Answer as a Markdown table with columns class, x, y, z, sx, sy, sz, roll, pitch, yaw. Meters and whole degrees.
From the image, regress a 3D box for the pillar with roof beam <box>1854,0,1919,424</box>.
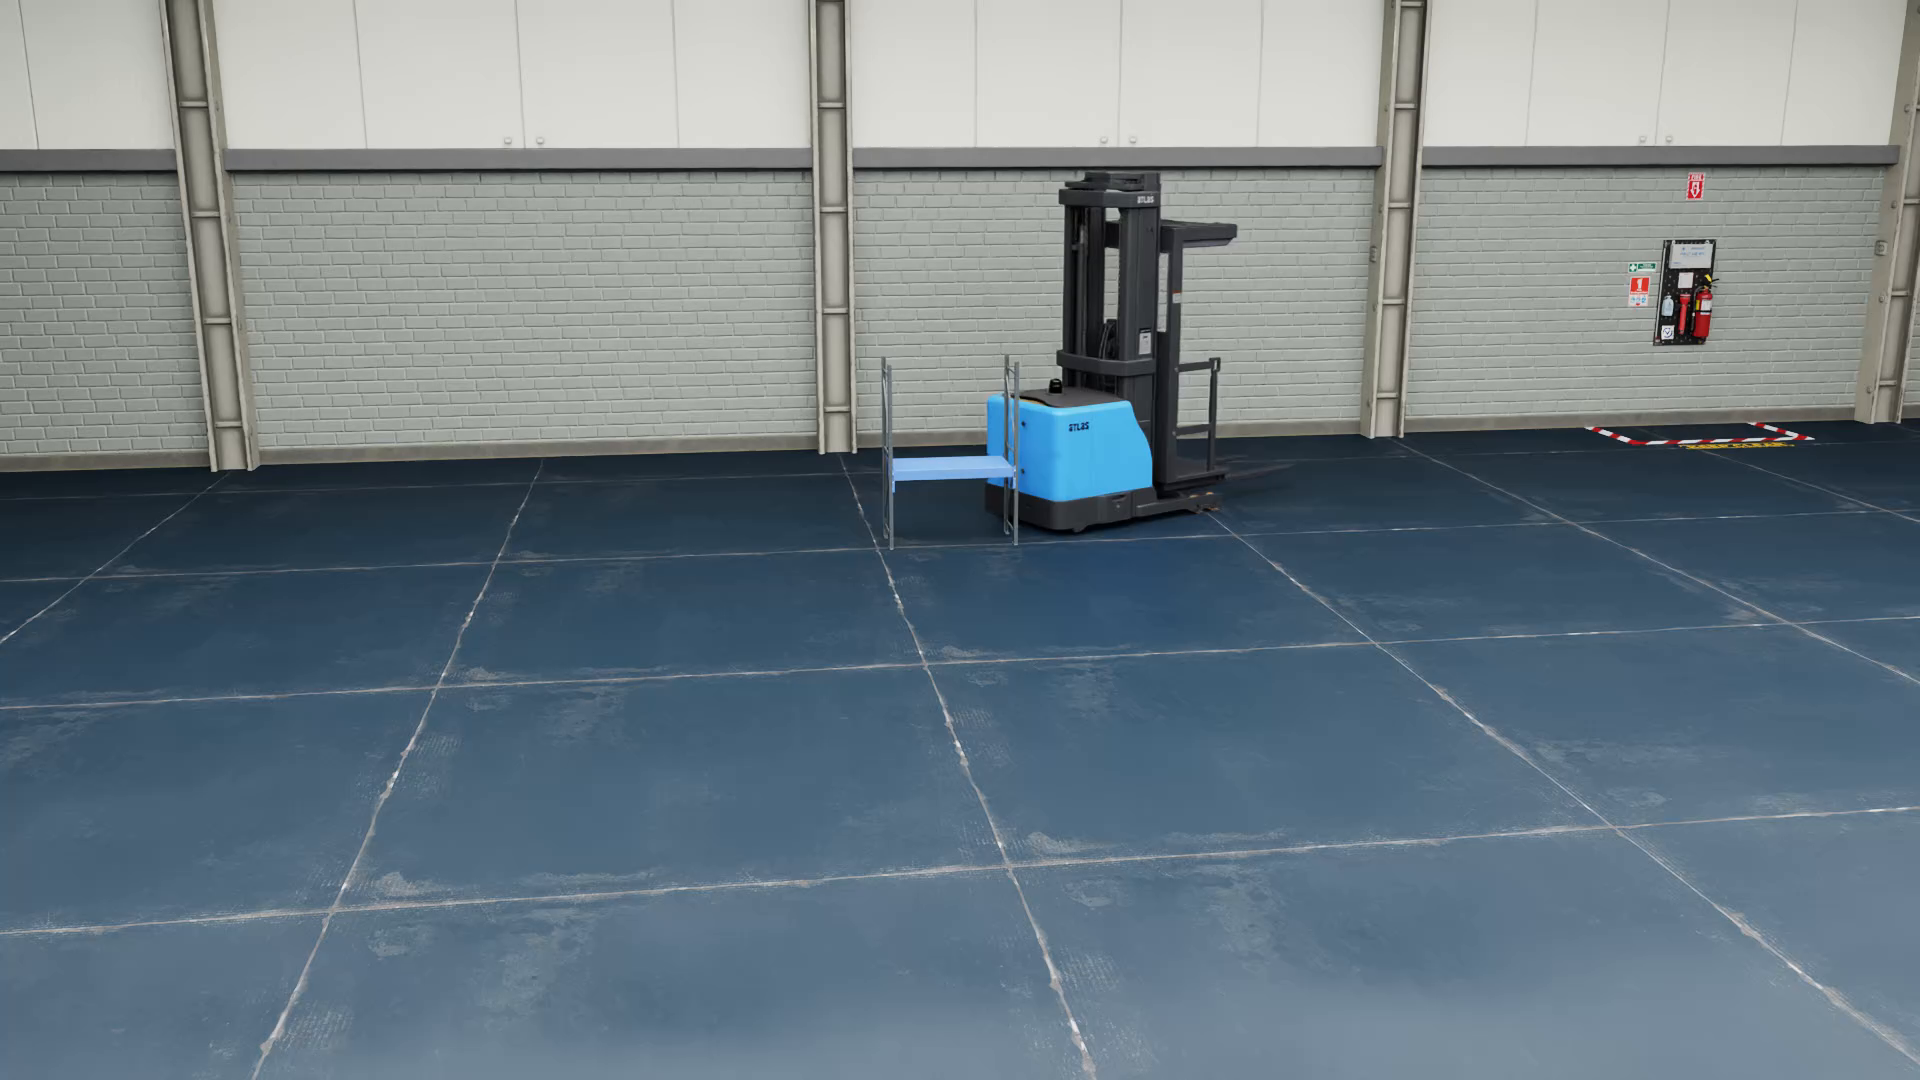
| class | x | y | z | sx | sy | sz | roll | pitch | yaw |
| --- | --- | --- | --- | --- | --- | --- | --- | --- | --- |
| pillar with roof beam | 11.218 | -4.701 | 13.969 | 0.400 | 9.000 | 9.100 | -2 | 14 | -8 |

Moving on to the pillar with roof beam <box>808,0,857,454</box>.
| class | x | y | z | sx | sy | sz | roll | pitch | yaw |
| --- | --- | --- | --- | --- | --- | --- | --- | --- | --- |
| pillar with roof beam | -0.649 | -4.266 | 12.235 | 0.400 | 9.000 | 9.100 | -2 | 14 | -8 |

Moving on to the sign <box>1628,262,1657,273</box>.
| class | x | y | z | sx | sy | sz | roll | pitch | yaw |
| --- | --- | --- | --- | --- | --- | --- | --- | --- | --- |
| sign | 7.571 | -3.024 | 18.449 | 0.331 | 0.109 | 0.001 | -2 | 14 | -8 |

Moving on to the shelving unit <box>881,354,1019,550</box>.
| class | x | y | z | sx | sy | sz | roll | pitch | yaw |
| --- | --- | --- | --- | --- | --- | --- | --- | --- | --- |
| shelving unit | -0.084 | -0.724 | 13.527 | 1.048 | 1.500 | 0.538 | -2 | 14 | -8 |

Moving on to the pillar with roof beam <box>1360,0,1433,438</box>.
| class | x | y | z | sx | sy | sz | roll | pitch | yaw |
| --- | --- | --- | --- | --- | --- | --- | --- | --- | --- |
| pillar with roof beam | 5.284 | -4.484 | 13.102 | 0.400 | 9.000 | 9.100 | -2 | 14 | -8 |

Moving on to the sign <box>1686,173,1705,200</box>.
| class | x | y | z | sx | sy | sz | roll | pitch | yaw |
| --- | --- | --- | --- | --- | --- | --- | --- | --- | --- |
| sign | 8.104 | -3.895 | 18.319 | 0.199 | 0.298 | 0.001 | -2 | 14 | -8 |

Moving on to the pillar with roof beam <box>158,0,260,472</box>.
| class | x | y | z | sx | sy | sz | roll | pitch | yaw |
| --- | --- | --- | --- | --- | --- | --- | --- | --- | --- |
| pillar with roof beam | -6.582 | -4.049 | 11.368 | 0.400 | 9.000 | 9.100 | -2 | 14 | -8 |

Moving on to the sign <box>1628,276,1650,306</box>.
| class | x | y | z | sx | sy | sz | roll | pitch | yaw |
| --- | --- | --- | --- | --- | --- | --- | --- | --- | --- |
| sign | 7.565 | -2.769 | 18.522 | 0.234 | 0.329 | 0.001 | -2 | 14 | -8 |

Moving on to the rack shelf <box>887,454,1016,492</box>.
| class | x | y | z | sx | sy | sz | roll | pitch | yaw |
| --- | --- | --- | --- | --- | --- | --- | --- | --- | --- |
| rack shelf | -0.084 | -0.550 | 13.571 | 1.000 | 0.185 | 0.538 | -2 | 14 | -8 |

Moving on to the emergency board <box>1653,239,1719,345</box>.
| class | x | y | z | sx | sy | sz | roll | pitch | yaw |
| --- | --- | --- | --- | --- | --- | --- | --- | --- | --- |
| emergency board | 8.127 | -2.747 | 18.507 | 0.643 | 1.169 | 0.194 | -2 | 14 | -8 |

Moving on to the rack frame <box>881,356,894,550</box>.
| class | x | y | z | sx | sy | sz | roll | pitch | yaw |
| --- | --- | --- | --- | --- | --- | --- | --- | --- | --- |
| rack frame | -0.587 | -0.706 | 13.454 | 0.032 | 1.500 | 0.500 | -2 | 14 | -8 |

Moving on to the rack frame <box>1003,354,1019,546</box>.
| class | x | y | z | sx | sy | sz | roll | pitch | yaw |
| --- | --- | --- | --- | --- | --- | --- | --- | --- | --- |
| rack frame | 0.418 | -0.743 | 13.601 | 0.032 | 1.500 | 0.500 | -2 | 14 | -8 |

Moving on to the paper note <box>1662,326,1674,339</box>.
| class | x | y | z | sx | sy | sz | roll | pitch | yaw |
| --- | --- | --- | --- | --- | --- | --- | --- | --- | --- |
| paper note | 7.942 | -2.329 | 18.655 | 0.142 | 0.148 | 0.016 | -2 | 14 | -8 |

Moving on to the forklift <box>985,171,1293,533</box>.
| class | x | y | z | sx | sy | sz | roll | pitch | yaw |
| --- | --- | --- | --- | --- | --- | --- | --- | --- | --- |
| forklift | 1.708 | -1.745 | 14.654 | 3.031 | 2.935 | 1.130 | -10 | 17 | -35 |
